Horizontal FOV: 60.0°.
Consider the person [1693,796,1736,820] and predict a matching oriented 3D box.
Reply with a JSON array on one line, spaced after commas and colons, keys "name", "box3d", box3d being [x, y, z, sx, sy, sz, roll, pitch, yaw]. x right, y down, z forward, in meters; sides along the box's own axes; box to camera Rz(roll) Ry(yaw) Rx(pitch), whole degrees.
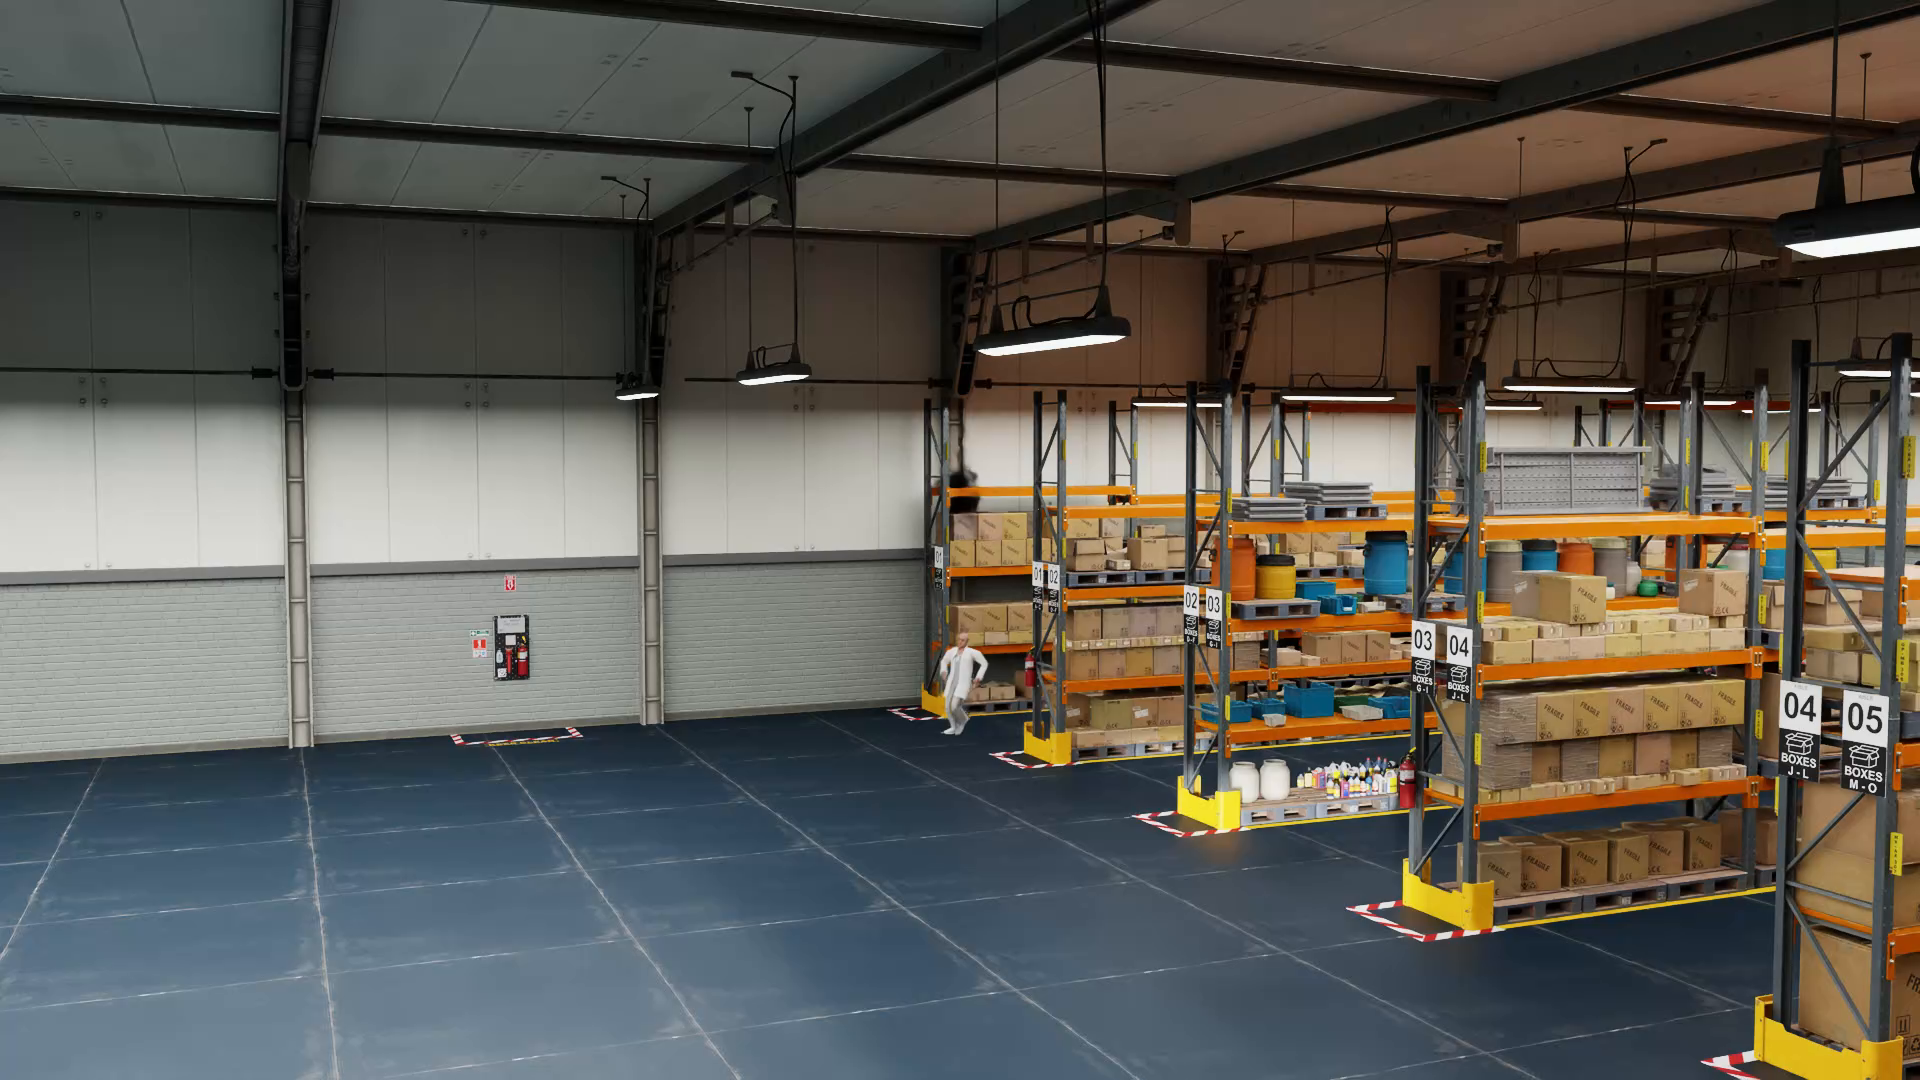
[{"name": "person", "box3d": [9.835, 3.013, 21.727, 0.852, 1.767, 0.689, -1, 4, -18]}]

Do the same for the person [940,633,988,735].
[{"name": "person", "box3d": [0.005, 2.404, 27.571, 0.813, 1.728, 0.534, 2, 4, 32]}]
